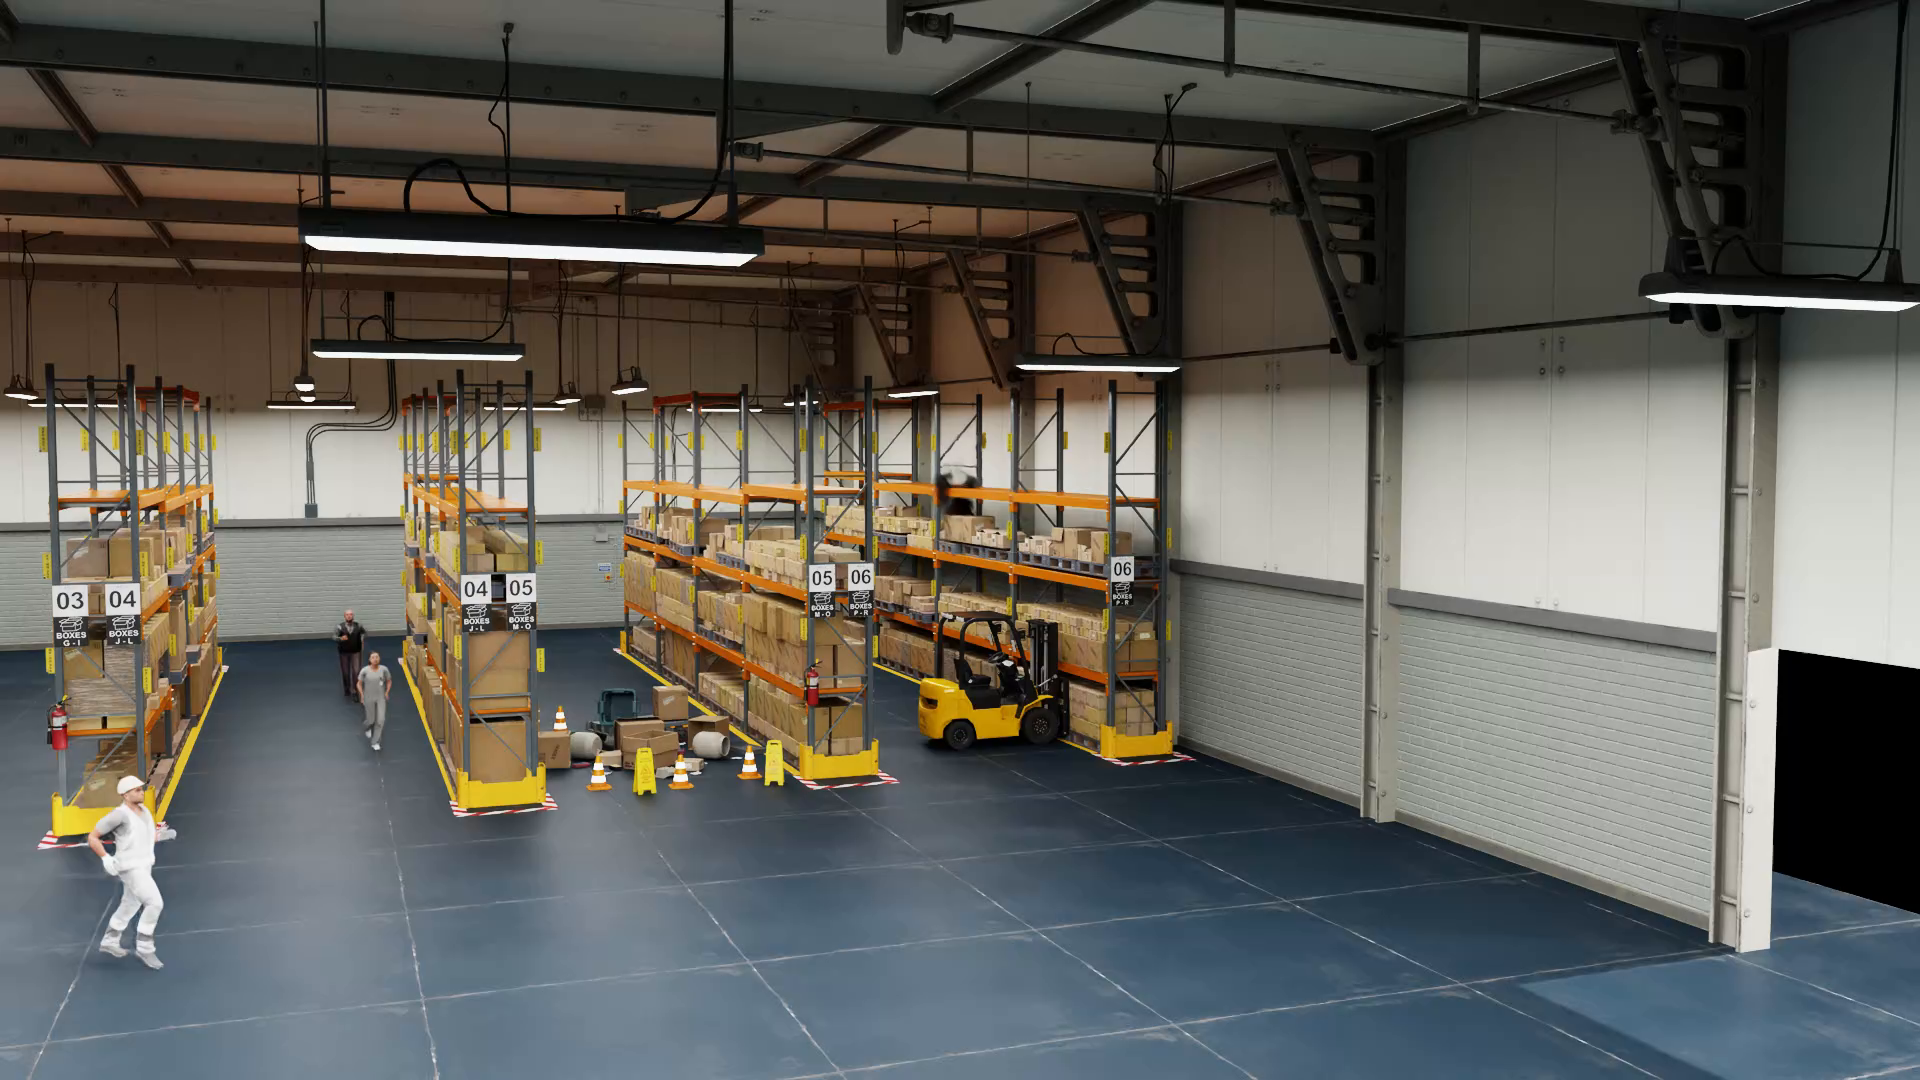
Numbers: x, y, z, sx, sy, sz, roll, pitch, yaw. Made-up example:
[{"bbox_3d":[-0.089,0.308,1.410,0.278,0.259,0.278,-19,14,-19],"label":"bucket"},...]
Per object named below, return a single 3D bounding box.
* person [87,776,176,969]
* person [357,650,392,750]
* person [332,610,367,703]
[{"bbox_3d":[-7.894,3.176,15.913,0.767,1.846,0.643,0,3,-2],"label":"person"},{"bbox_3d":[-9.606,2.604,27.283,0.550,1.621,0.622,-2,4,-27],"label":"person"},{"bbox_3d":[-11.850,2.237,32.305,0.646,1.758,0.808,-1,4,-22],"label":"person"}]
